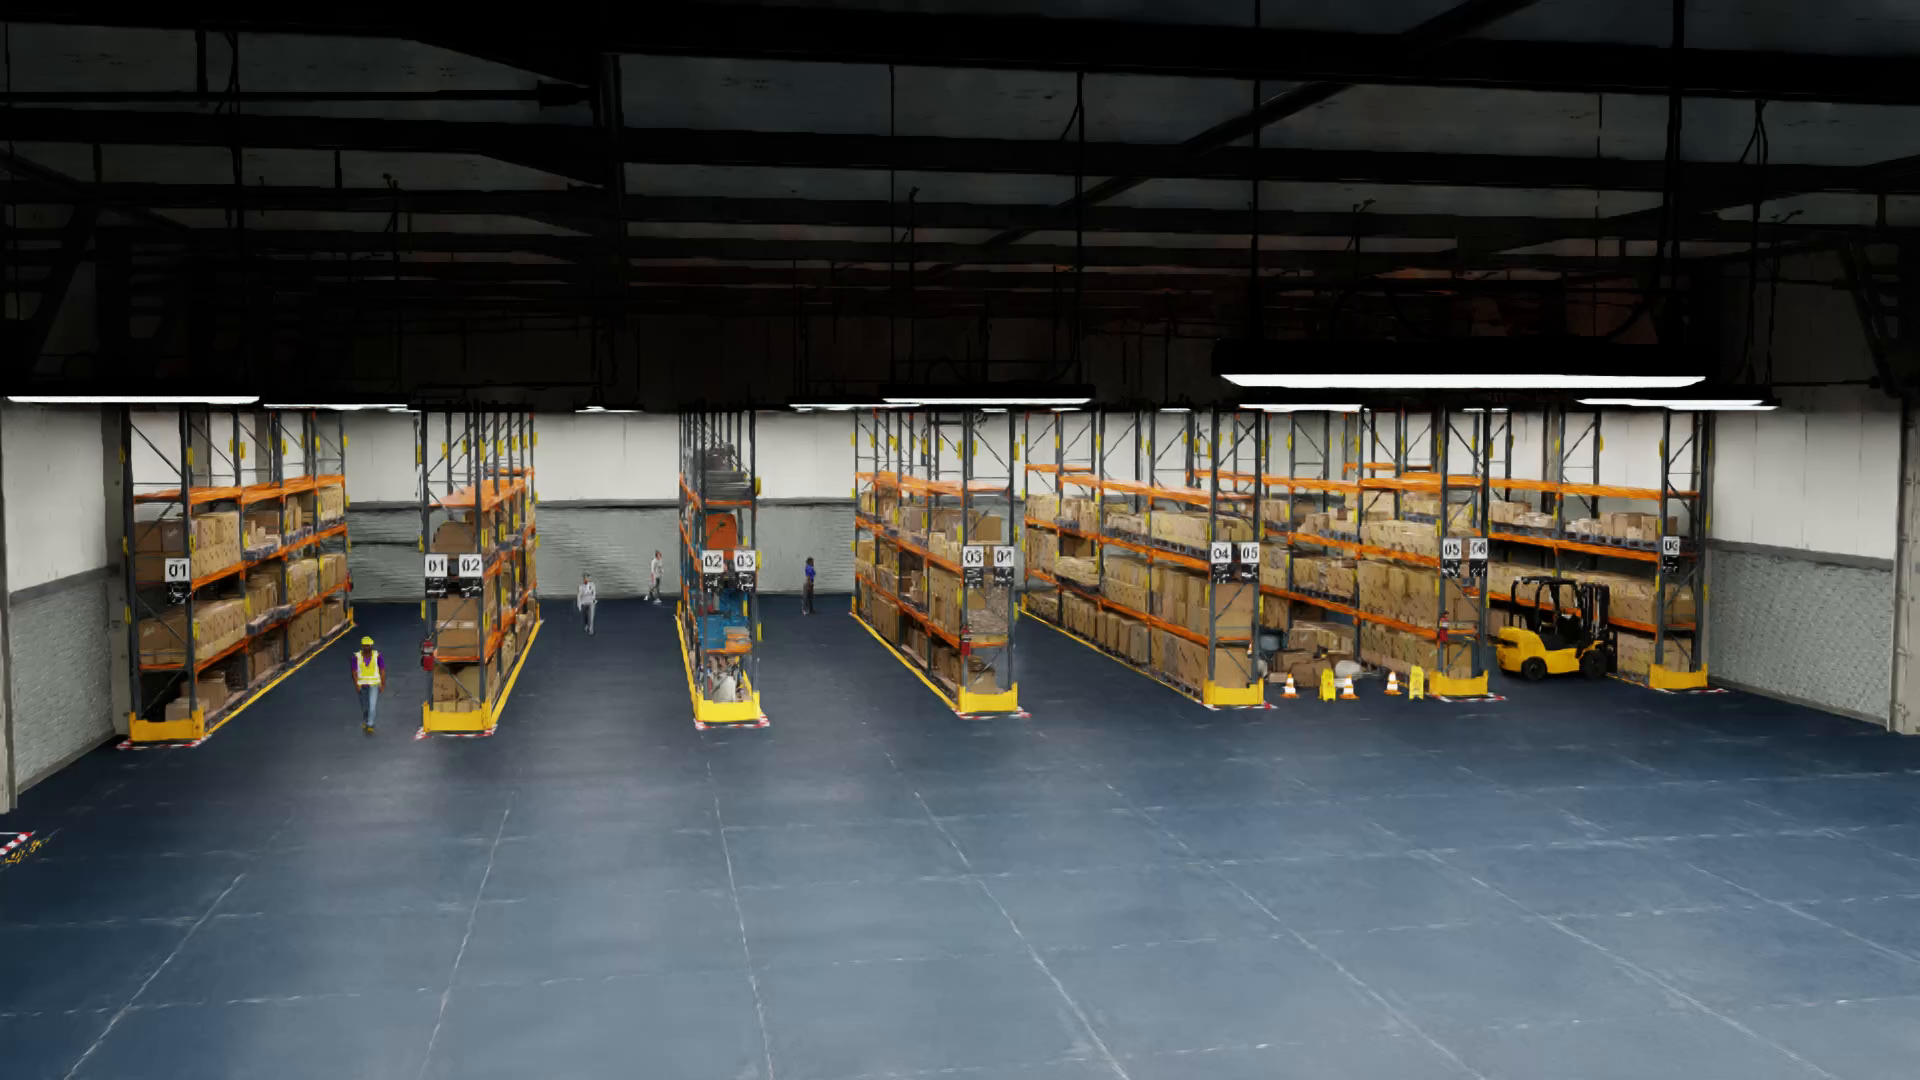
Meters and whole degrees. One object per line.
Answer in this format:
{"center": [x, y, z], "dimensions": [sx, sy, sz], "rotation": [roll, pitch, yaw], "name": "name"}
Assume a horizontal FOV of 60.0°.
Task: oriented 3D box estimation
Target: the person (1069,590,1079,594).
{"center": [3.410, 1.084, 49.688], "dimensions": [0.544, 1.788, 0.667], "rotation": [-2, 5, -21], "name": "person"}

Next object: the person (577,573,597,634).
{"center": [-9.741, 1.639, 43.377], "dimensions": [0.495, 1.587, 1.086], "rotation": [-1, 4, -8], "name": "person"}

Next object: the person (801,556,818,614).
{"center": [-4.328, 1.289, 47.751], "dimensions": [0.488, 1.656, 0.570], "rotation": [0, 4, -6], "name": "person"}

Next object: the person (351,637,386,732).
{"center": [-10.679, 2.584, 30.004], "dimensions": [0.576, 1.695, 1.041], "rotation": [-1, 4, -14], "name": "person"}

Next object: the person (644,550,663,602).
{"center": [-9.325, 1.111, 50.624], "dimensions": [0.458, 1.588, 0.588], "rotation": [3, 5, 35], "name": "person"}
